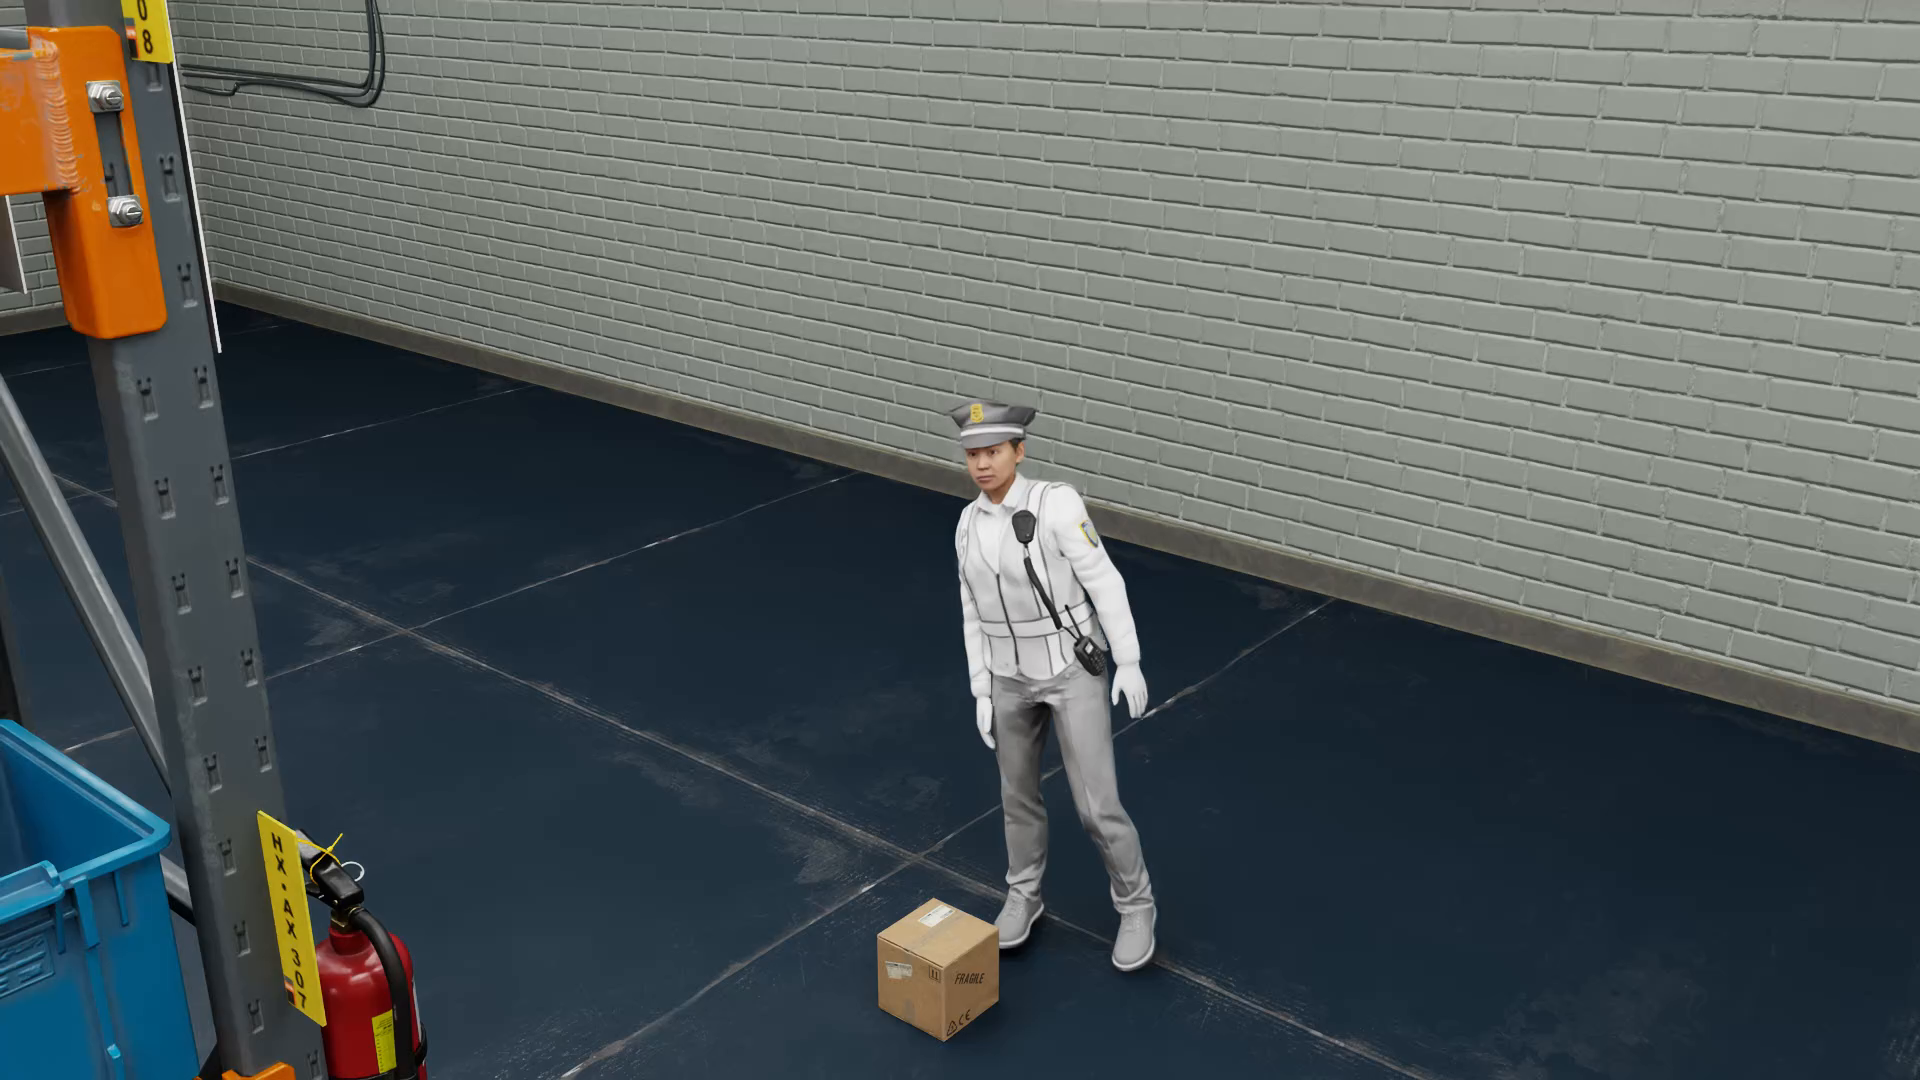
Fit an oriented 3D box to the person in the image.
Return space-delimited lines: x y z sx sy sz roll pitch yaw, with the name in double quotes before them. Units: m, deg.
"person" 0.270 0.431 4.845 0.753 1.678 0.373 16 26 37
